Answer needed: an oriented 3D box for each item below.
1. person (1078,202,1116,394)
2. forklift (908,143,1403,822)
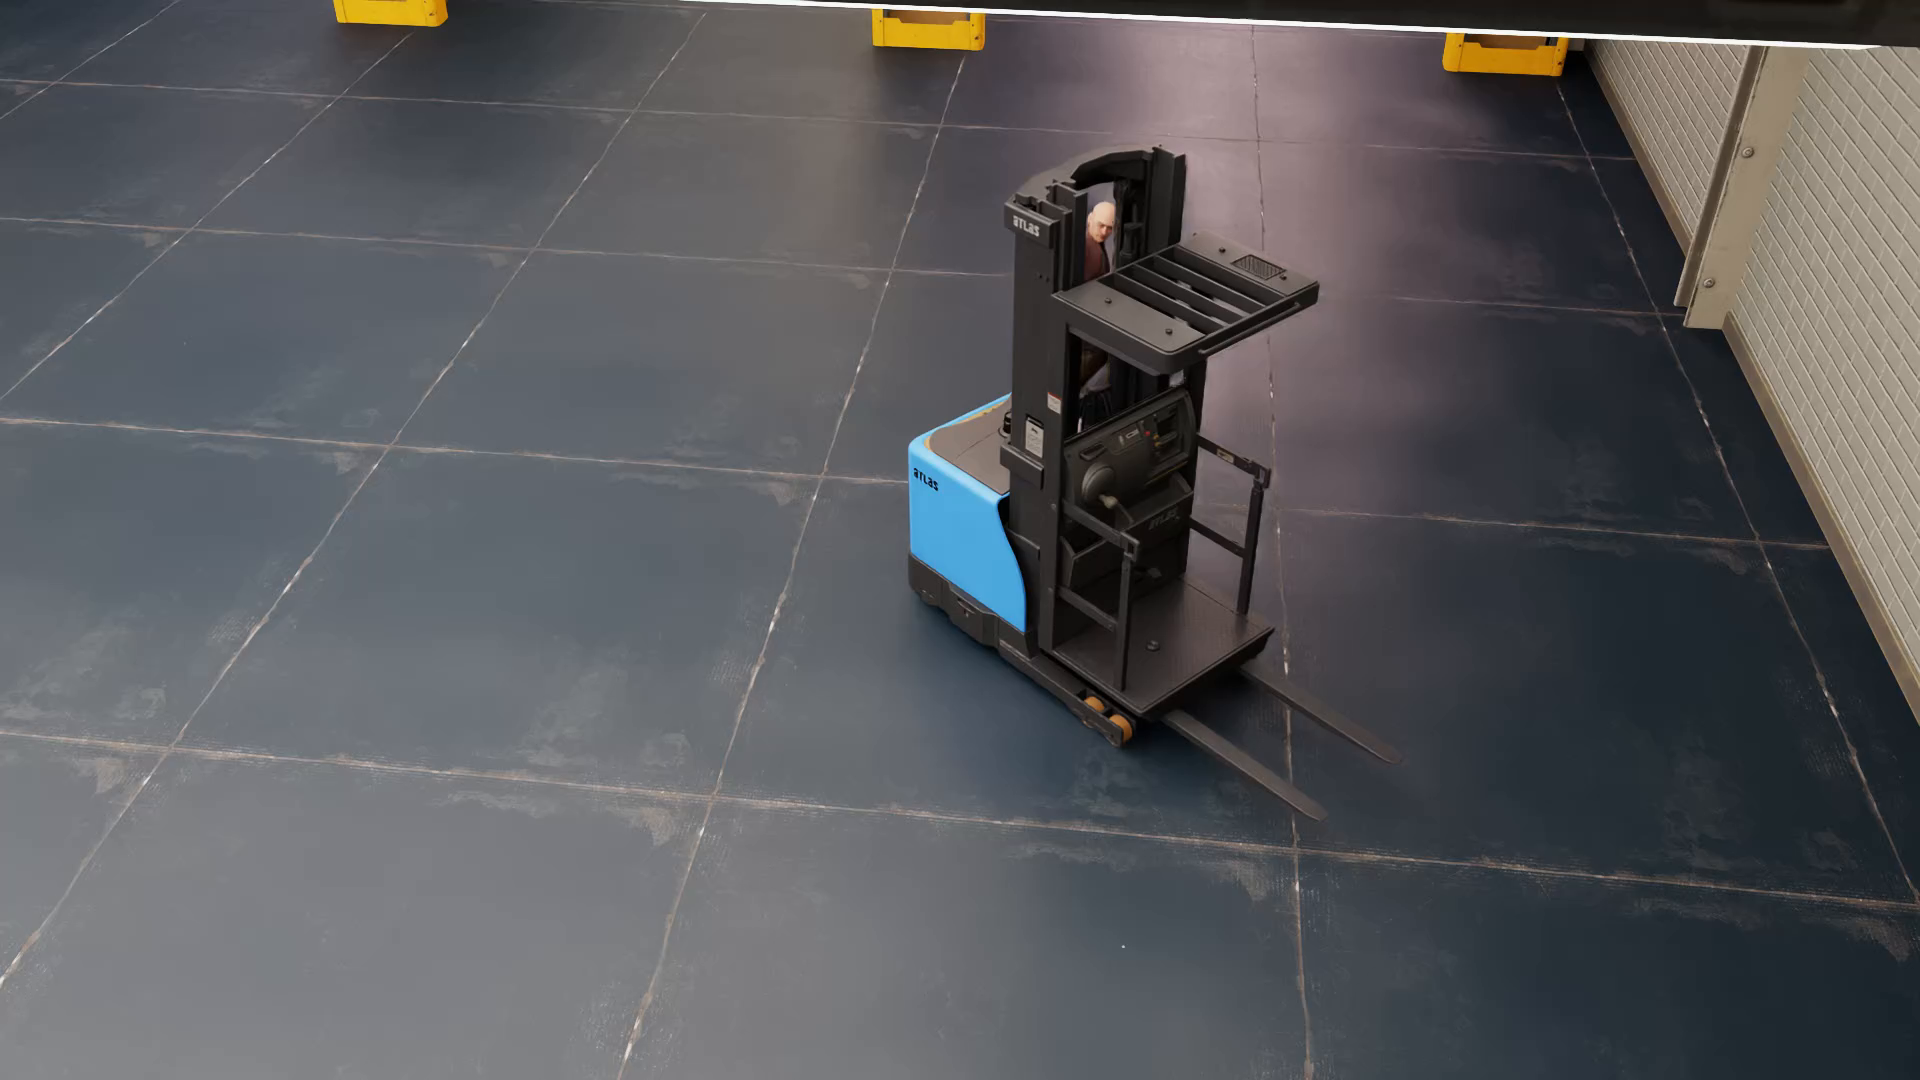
[{"bbox_3d":[0.941,-1.518,11.290,0.740,1.554,0.818,2,36,3],"label":"person"},{"bbox_3d":[1.040,-0.411,8.588,1.130,2.935,3.031,-28,44,-32],"label":"forklift"}]
